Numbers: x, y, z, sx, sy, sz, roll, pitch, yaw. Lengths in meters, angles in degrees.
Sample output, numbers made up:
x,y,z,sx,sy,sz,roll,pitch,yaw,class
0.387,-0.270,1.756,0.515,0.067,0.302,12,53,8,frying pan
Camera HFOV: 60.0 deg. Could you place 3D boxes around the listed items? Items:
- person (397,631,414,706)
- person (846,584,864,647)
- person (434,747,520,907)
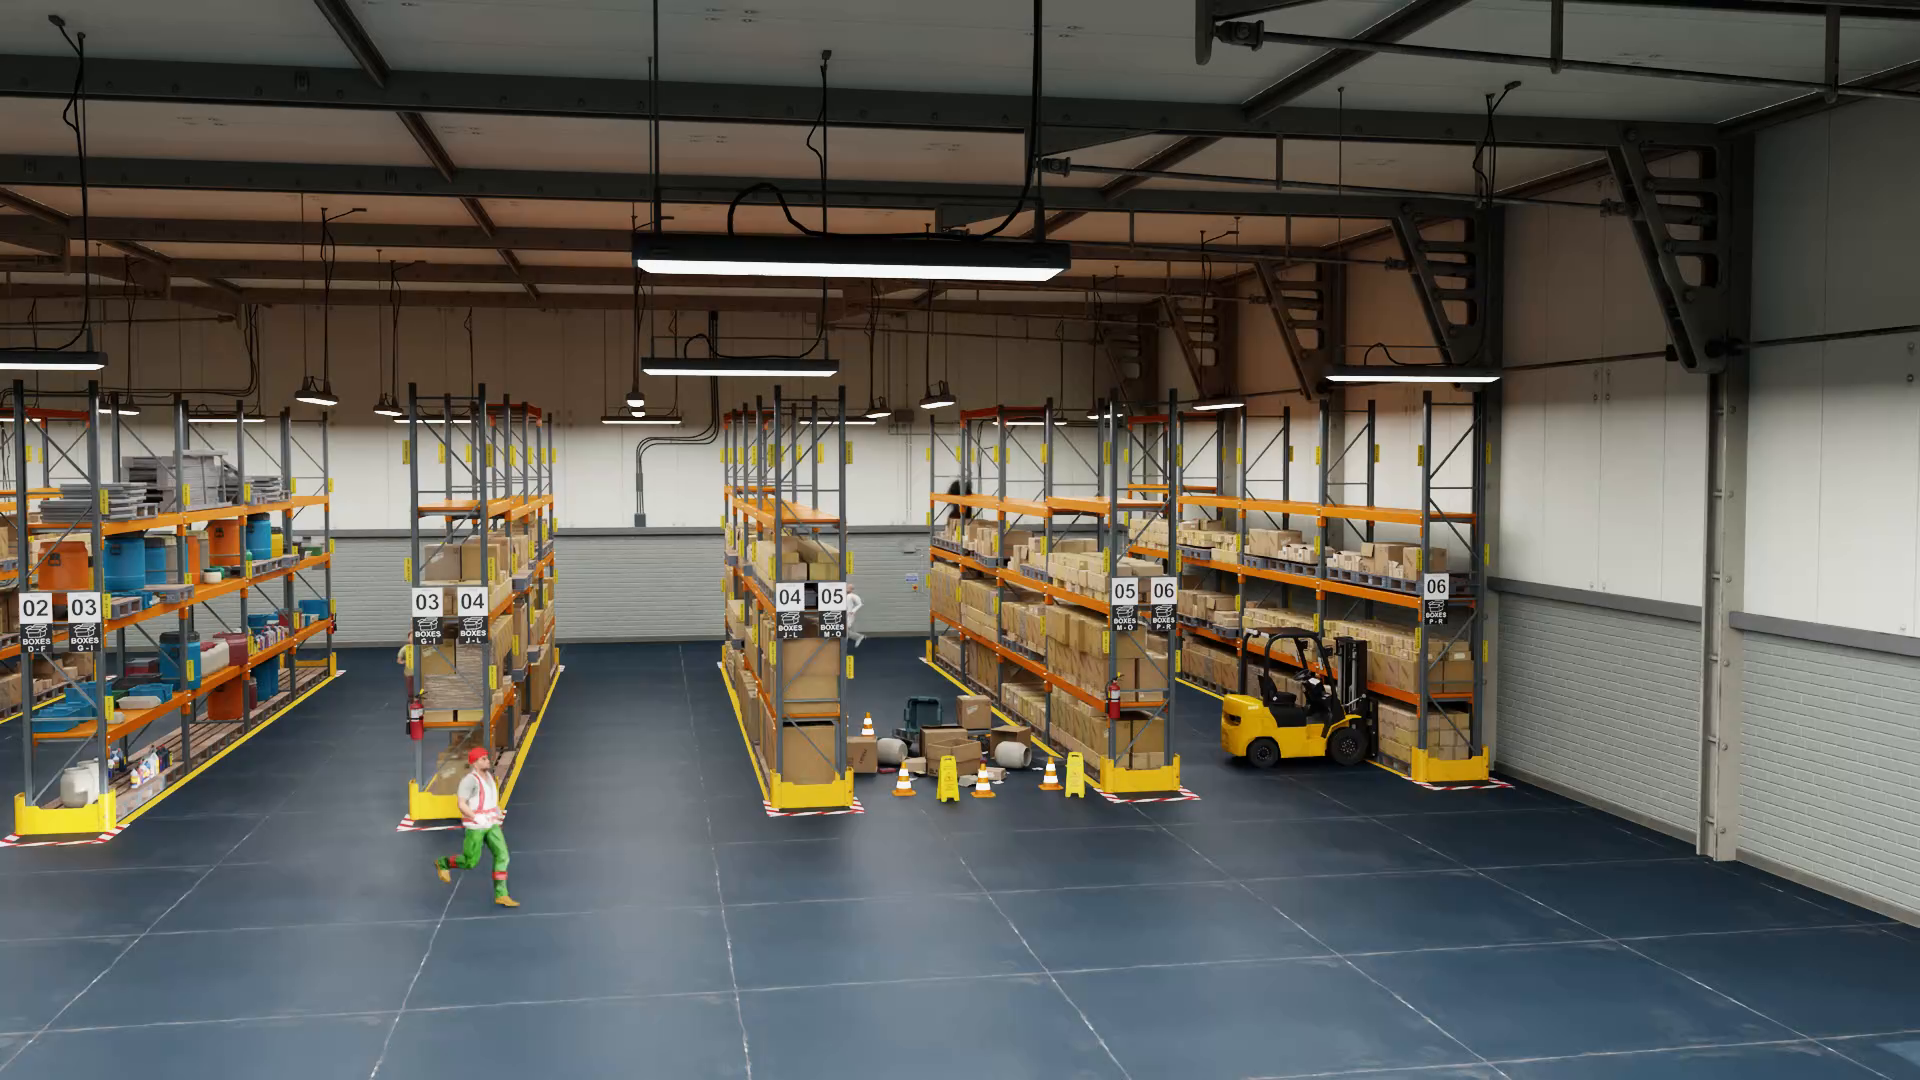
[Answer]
x,y,z,sx,sy,sz,roll,pitch,yaw,class
-10.308,2.562,31.348,0.564,1.696,0.927,-1,3,-18,person
-2.814,1.985,42.174,0.949,1.758,0.709,-2,3,-34,person
-5.402,3.201,18.603,1.049,1.767,0.634,1,3,23,person
